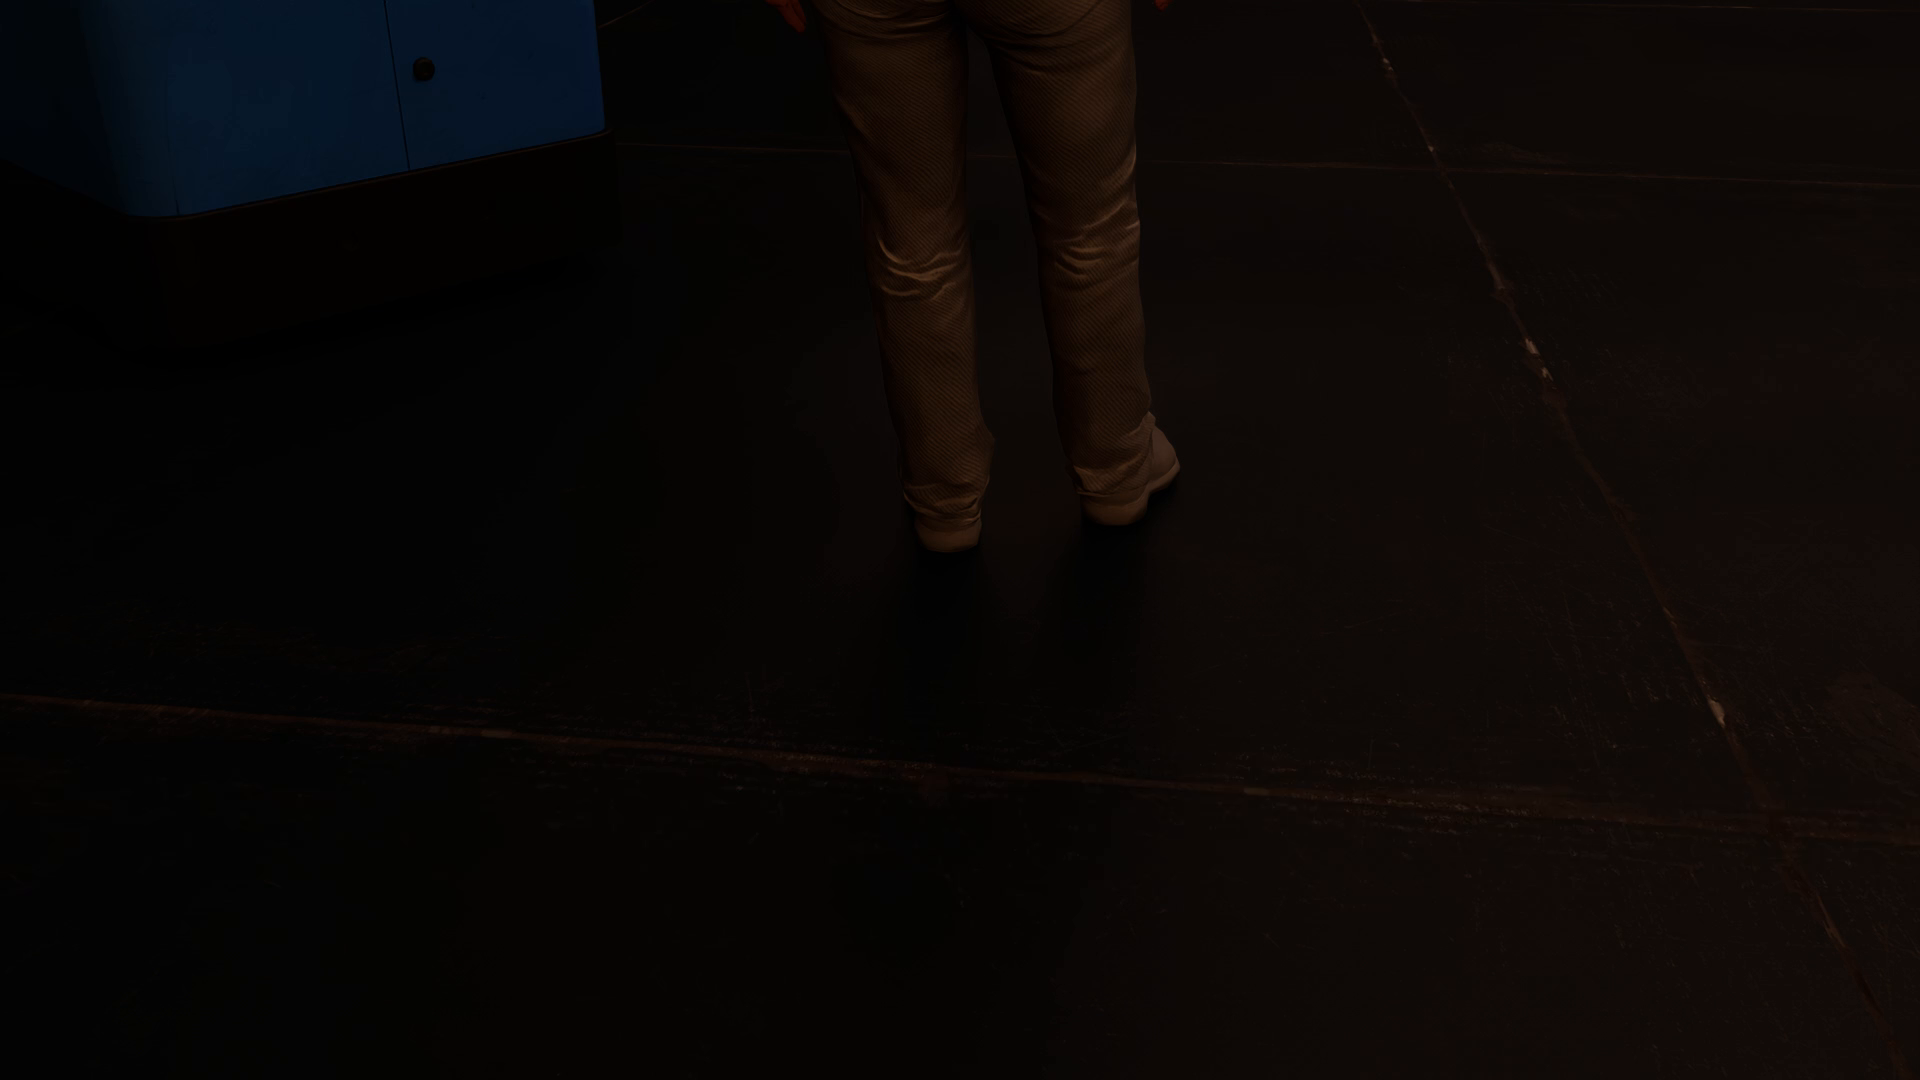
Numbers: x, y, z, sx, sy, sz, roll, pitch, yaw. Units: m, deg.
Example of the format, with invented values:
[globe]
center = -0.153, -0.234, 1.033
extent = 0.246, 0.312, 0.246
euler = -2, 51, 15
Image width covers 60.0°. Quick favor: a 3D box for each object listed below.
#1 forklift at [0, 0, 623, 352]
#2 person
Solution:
[forklift]
center = -2.160, -2.213, 3.652
extent = 3.031, 2.935, 1.130
euler = 23, 35, 38
[person]
center = 0.015, -0.826, 2.158
extent = 0.634, 1.771, 0.565
euler = 3, 27, 7
